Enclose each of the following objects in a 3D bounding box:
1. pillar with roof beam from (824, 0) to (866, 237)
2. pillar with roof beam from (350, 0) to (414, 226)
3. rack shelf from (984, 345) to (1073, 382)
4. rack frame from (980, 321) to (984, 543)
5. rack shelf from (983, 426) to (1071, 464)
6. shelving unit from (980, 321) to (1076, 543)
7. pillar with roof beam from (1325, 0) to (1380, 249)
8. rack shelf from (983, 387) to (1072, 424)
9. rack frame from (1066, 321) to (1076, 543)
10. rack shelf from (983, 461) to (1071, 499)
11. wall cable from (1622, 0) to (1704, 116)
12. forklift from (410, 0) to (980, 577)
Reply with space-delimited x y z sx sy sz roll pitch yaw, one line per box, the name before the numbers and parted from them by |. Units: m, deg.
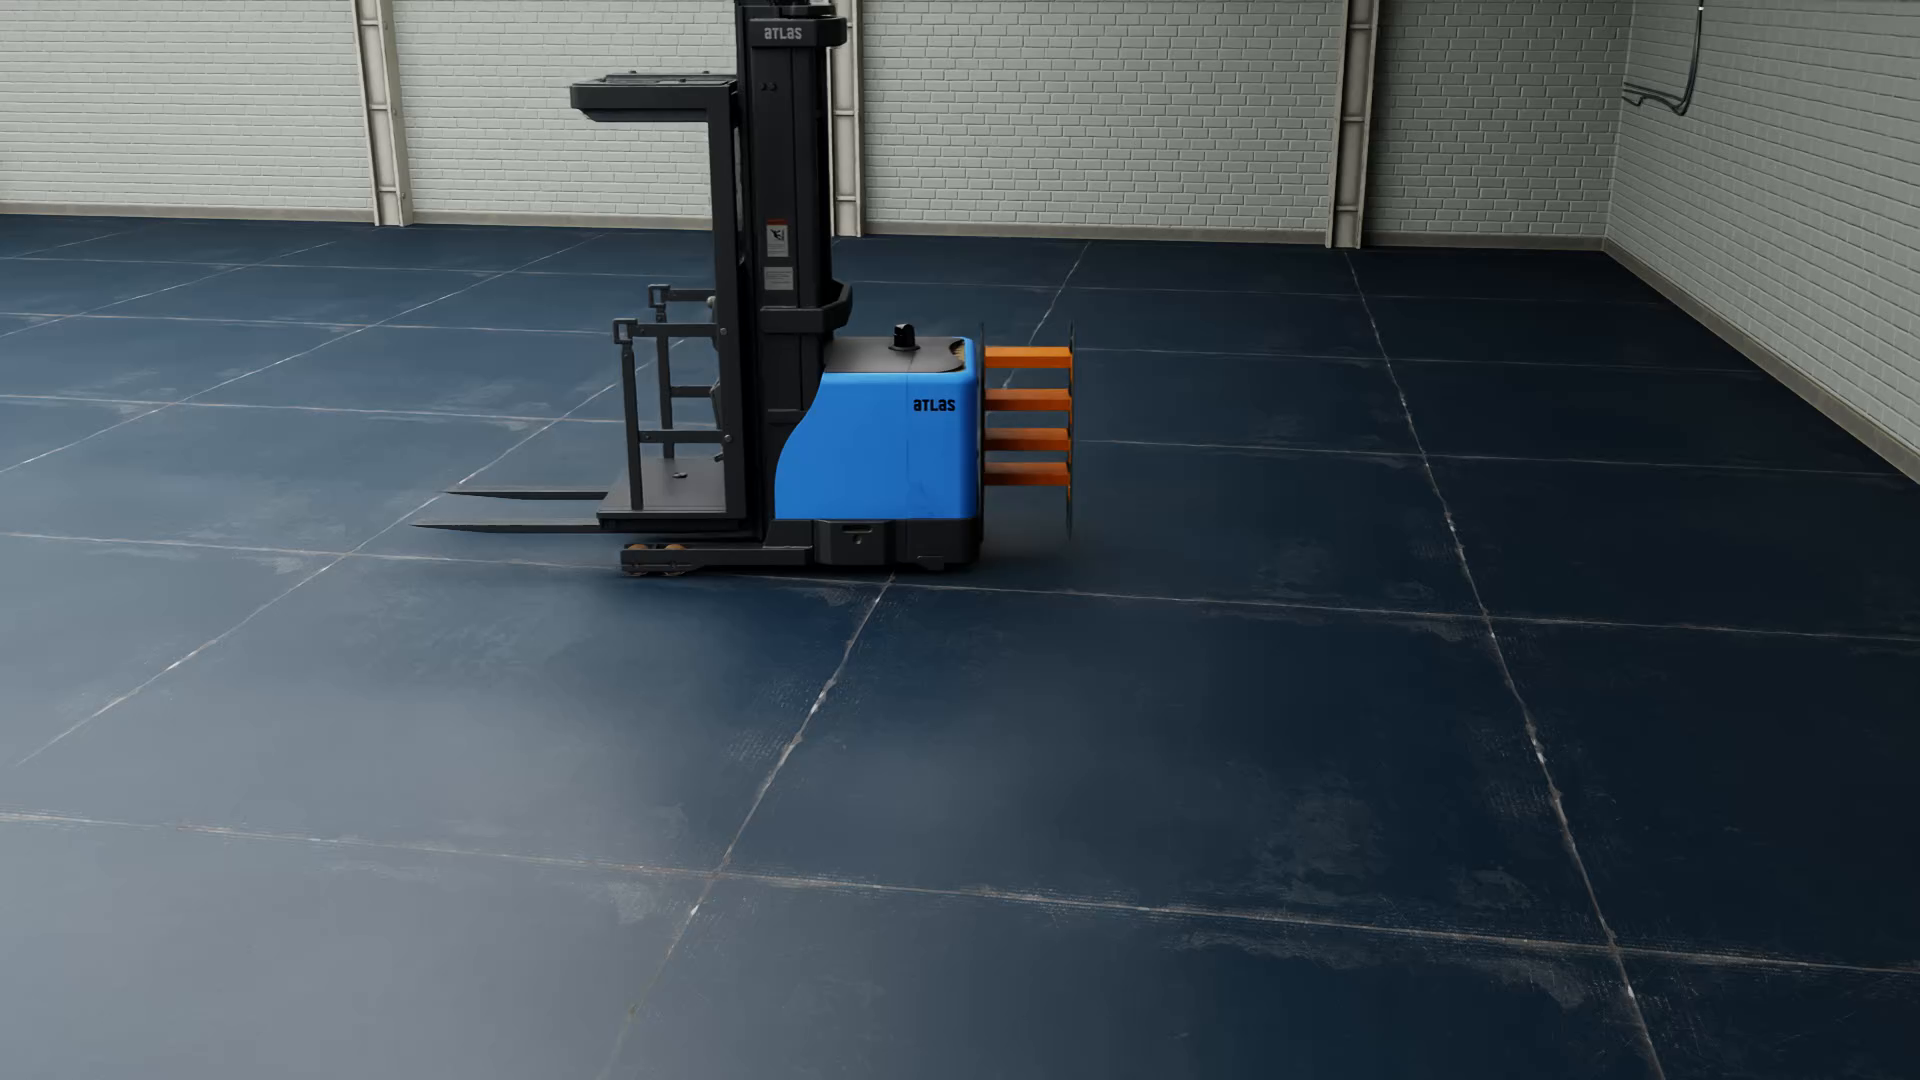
pillar with roof beam | -2.069 -6.702 15.152 0.400 9.000 9.100 3 19 9
pillar with roof beam | -7.993 -7.004 16.054 0.400 9.000 9.100 3 19 9
rack shelf | 0.367 -0.962 9.049 0.480 0.148 0.258 0 18 0
rack frame | 0.123 -0.590 9.174 0.015 1.200 0.240 0 18 0
rack shelf | 0.367 -0.526 9.195 0.480 0.148 0.258 0 18 0
shelving unit | 0.367 -0.590 9.174 0.503 1.200 0.258 0 18 0
pillar with roof beam | 3.855 -6.400 14.249 0.400 9.000 9.100 3 19 9
rack shelf | 0.367 -0.738 9.124 0.480 0.148 0.258 0 18 0
rack frame | 0.611 -0.589 9.174 0.015 1.200 0.240 0 18 0
rack shelf | 0.367 -0.337 9.258 0.480 0.148 0.258 0 18 0
wall cable | 7.237 -5.714 17.092 0.112 2.526 3.097 3 19 9
forklift | -1.413 -1.366 8.768 3.031 2.935 1.130 0 18 0
